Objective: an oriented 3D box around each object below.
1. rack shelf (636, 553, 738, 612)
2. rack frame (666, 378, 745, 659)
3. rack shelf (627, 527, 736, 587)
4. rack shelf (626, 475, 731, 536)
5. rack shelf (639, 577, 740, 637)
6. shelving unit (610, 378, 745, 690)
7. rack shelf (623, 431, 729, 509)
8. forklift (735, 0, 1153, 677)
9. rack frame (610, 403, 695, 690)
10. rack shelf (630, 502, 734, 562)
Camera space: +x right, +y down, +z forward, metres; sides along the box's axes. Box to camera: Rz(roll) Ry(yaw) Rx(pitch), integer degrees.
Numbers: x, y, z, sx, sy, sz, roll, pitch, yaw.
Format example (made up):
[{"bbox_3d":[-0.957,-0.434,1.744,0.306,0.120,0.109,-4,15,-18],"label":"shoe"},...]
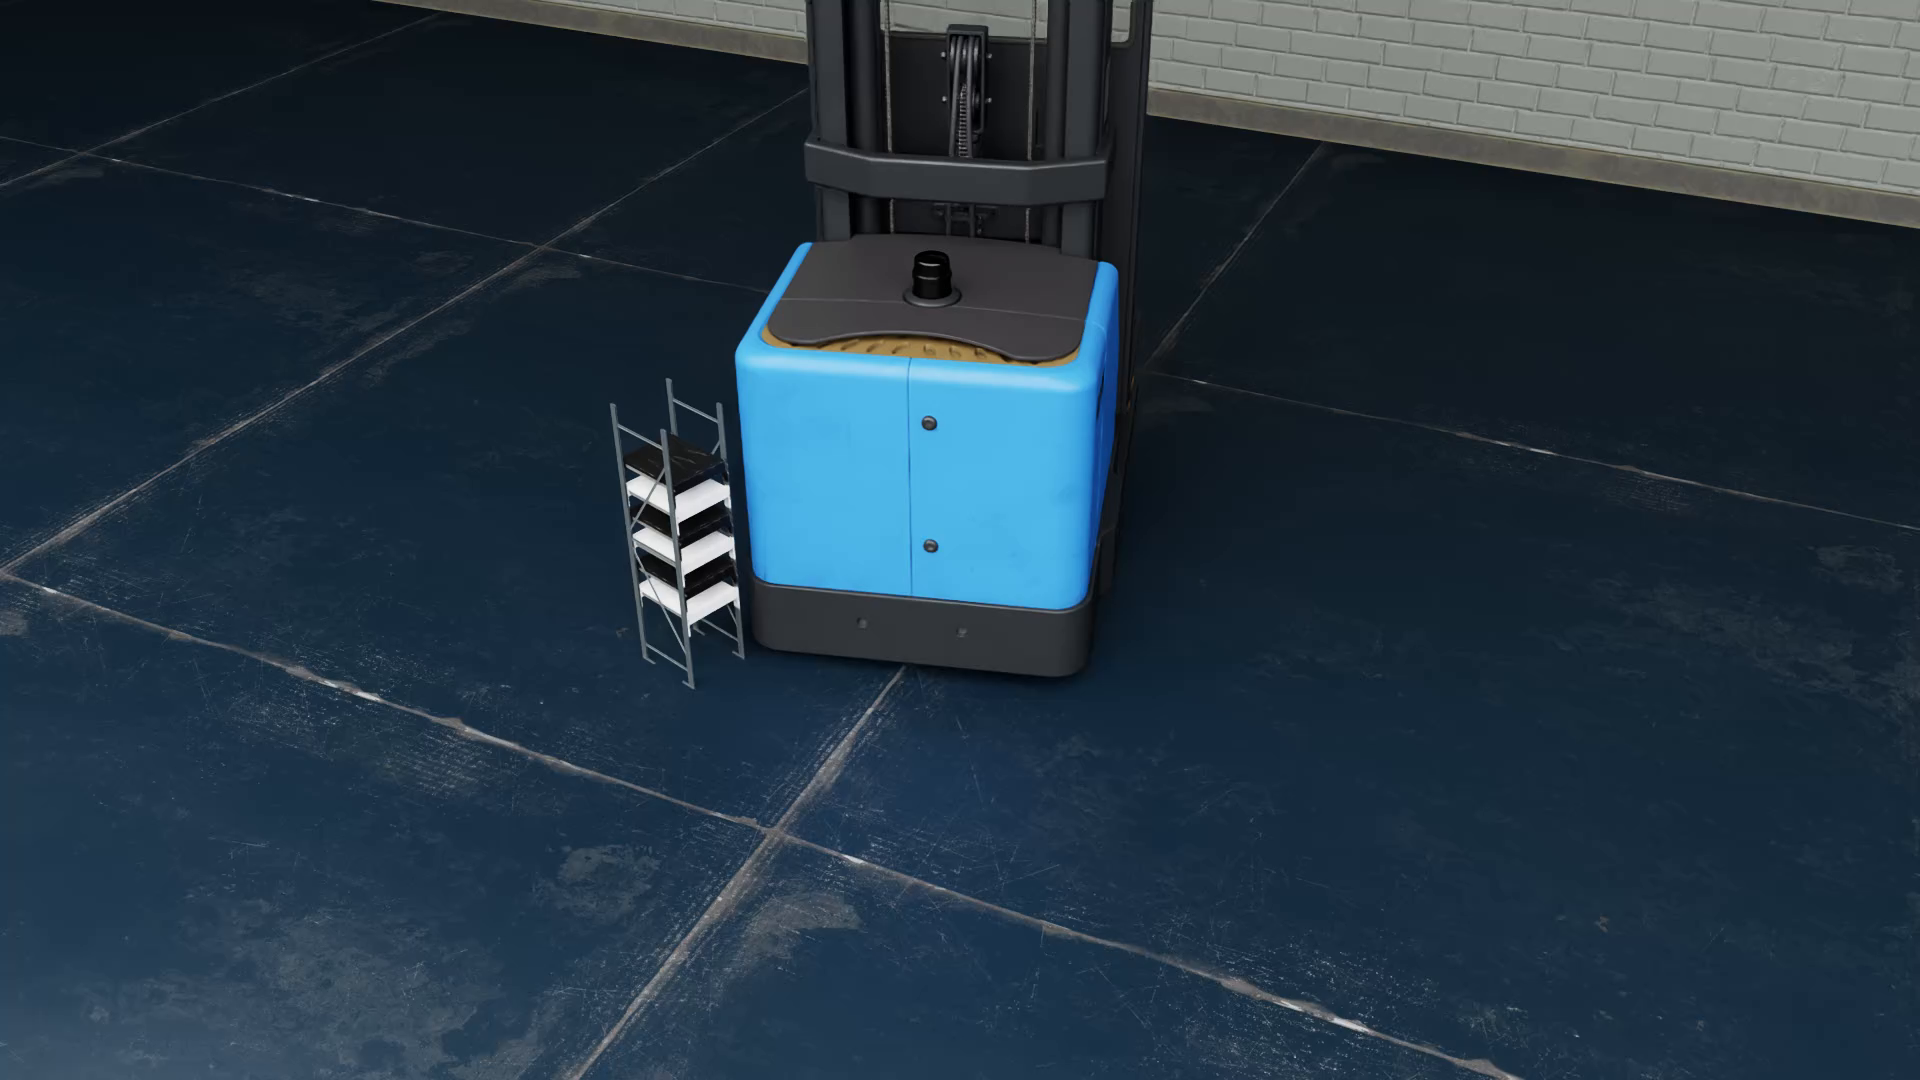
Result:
[{"bbox_3d":[-0.830,0.096,5.008,0.258,0.077,0.200,26,41,34],"label":"rack shelf"},{"bbox_3d":[-0.762,-0.049,5.004,0.240,0.900,0.006,26,41,34],"label":"rack frame"},{"bbox_3d":[-0.830,0.020,4.959,0.258,0.077,0.200,26,41,34],"label":"rack shelf"},{"bbox_3d":[-0.830,-0.130,4.860,0.258,0.077,0.200,26,41,34],"label":"rack shelf"},{"bbox_3d":[-0.830,0.171,5.058,0.258,0.077,0.200,26,41,34],"label":"rack shelf"},{"bbox_3d":[-0.830,-0.007,4.941,0.258,0.900,0.210,26,41,34],"label":"shelving unit"},{"bbox_3d":[-0.830,-0.205,4.811,0.258,0.077,0.200,26,41,34],"label":"rack shelf"},{"bbox_3d":[0.097,-1.610,5.533,1.130,2.935,3.031,5,34,8],"label":"forklift"},{"bbox_3d":[-0.897,0.034,4.877,0.240,0.900,0.006,26,41,34],"label":"rack frame"},{"bbox_3d":[-0.830,-0.055,4.910,0.258,0.077,0.200,26,41,34],"label":"rack shelf"}]
